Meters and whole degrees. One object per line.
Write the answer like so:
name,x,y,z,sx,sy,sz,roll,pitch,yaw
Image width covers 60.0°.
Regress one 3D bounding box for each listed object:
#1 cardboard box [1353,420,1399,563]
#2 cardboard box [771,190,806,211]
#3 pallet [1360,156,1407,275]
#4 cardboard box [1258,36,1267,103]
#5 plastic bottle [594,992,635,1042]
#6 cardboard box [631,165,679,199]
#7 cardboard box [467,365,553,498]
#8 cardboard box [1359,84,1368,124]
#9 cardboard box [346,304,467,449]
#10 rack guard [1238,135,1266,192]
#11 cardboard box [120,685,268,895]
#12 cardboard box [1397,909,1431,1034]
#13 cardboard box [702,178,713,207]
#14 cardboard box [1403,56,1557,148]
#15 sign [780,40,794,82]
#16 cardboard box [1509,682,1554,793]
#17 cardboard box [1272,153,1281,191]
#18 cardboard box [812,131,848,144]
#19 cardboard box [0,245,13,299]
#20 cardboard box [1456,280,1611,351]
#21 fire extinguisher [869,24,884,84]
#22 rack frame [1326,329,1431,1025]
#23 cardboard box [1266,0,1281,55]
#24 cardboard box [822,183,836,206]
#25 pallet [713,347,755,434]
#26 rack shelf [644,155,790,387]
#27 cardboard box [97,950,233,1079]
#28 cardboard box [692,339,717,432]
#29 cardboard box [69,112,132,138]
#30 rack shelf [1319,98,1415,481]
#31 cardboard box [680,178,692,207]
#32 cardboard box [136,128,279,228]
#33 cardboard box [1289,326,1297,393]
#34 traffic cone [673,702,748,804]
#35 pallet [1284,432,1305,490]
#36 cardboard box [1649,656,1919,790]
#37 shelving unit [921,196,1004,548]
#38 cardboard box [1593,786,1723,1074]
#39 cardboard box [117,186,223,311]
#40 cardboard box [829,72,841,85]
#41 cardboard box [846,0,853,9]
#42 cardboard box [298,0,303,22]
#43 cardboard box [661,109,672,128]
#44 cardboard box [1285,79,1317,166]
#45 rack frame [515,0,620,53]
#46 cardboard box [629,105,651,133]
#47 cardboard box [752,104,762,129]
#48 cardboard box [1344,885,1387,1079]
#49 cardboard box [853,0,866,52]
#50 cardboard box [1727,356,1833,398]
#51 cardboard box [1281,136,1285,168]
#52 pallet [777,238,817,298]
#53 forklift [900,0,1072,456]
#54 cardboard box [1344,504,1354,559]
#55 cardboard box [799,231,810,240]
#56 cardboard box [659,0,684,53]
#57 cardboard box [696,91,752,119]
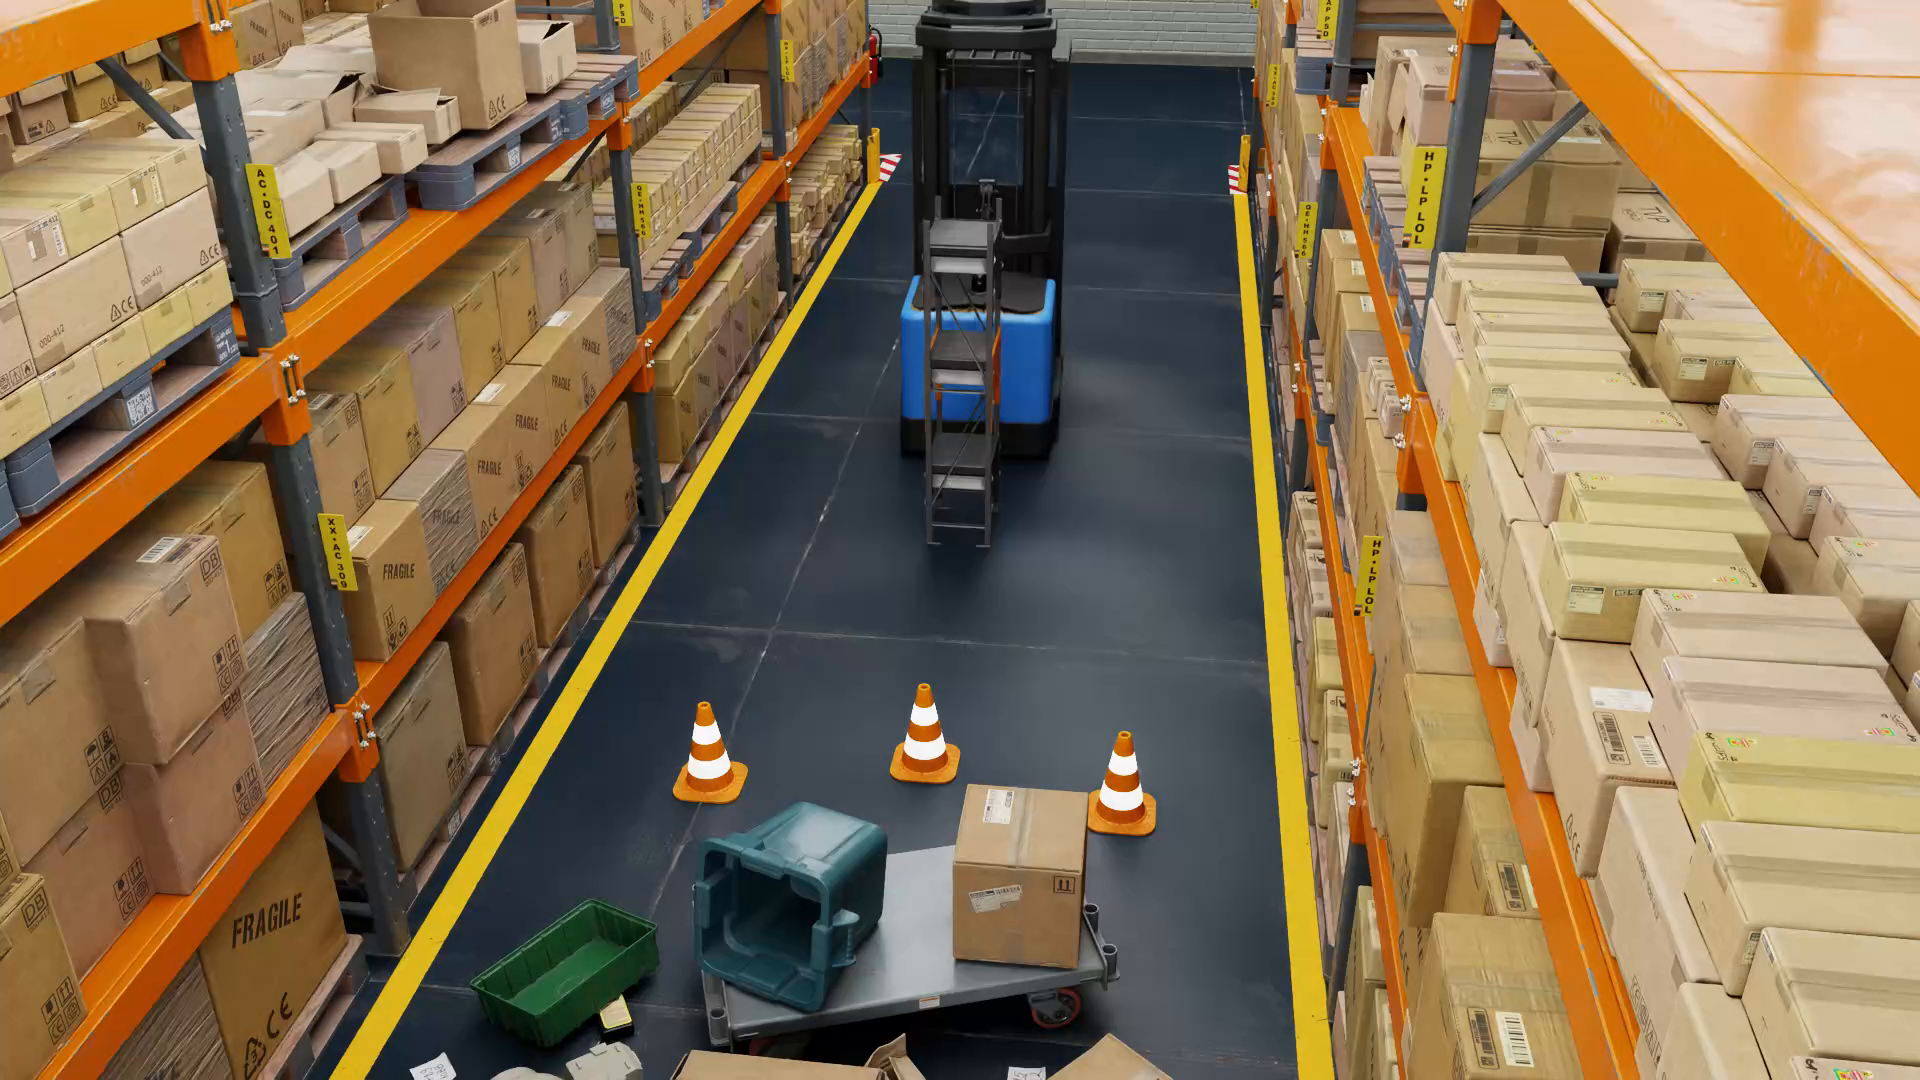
cardboard box,1.908,-0.151,6.799,0.500,0.500,0.500,4,29,6
cardboard box,-1.594,-3.047,14.971,0.380,0.149,0.250,3,28,5
pallet,2.325,-1.338,6.898,1.213,0.211,1.003,3,28,6
cardboard box,3.031,-4.332,15.316,0.500,0.500,0.500,3,28,6
plastic bottle,-1.442,1.944,6.869,0.133,0.061,0.283,-11,30,-20
cardboard box,-2.069,-2.359,10.953,0.380,0.149,0.250,2,28,4
cardboard box,-2.387,-0.555,8.304,0.500,0.500,0.500,4,29,7
cardboard box,2.302,-2.282,8.717,0.380,0.149,0.250,3,28,6
cardboard box,-2.728,-0.766,7.641,0.700,0.500,0.500,4,29,7
rack guard,3.492,-3.887,17.229,1.175,0.500,0.348,3,28,6
cardboard box,-2.984,0.801,5.734,0.875,0.550,0.550,3,28,6
cardboard box,1.576,1.162,4.804,0.500,0.500,0.500,3,28,6
cardboard box,-1.967,-2.470,11.786,0.380,0.149,0.250,2,28,5
cardboard box,2.067,-1.749,6.651,0.500,0.250,0.500,4,29,7
sign,-1.374,-3.812,13.235,0.100,0.325,0.005,3,28,6
cardboard box,1.439,0.436,3.673,0.380,0.149,0.250,3,28,6
cardboard box,2.684,-2.835,12.800,0.500,0.250,0.500,3,28,5
cardboard box,-1.337,-4.029,16.793,0.380,0.149,0.250,4,29,7
cardboard box,-2.758,-0.690,4.373,0.380,0.149,0.250,3,29,6
cardboard box,1.654,-0.635,4.819,0.380,0.149,0.250,4,29,8
fire extinguisher,-0.947,-5.109,17.338,0.296,0.674,0.183,3,28,6
rack frame,2.019,0.673,6.131,1.000,3.000,0.127,3,28,6
cardboard box,2.976,-4.529,14.627,0.500,0.500,0.500,3,29,6
cardboard box,-1.386,-3.272,15.702,0.380,0.149,0.250,4,29,7
pallet,-2.167,-1.163,12.478,1.003,0.211,1.213,3,28,6
rack shelf,-2.171,-2.075,11.989,1.077,0.370,4.000,3,28,6
cardboard box,-3.159,1.900,5.651,0.875,0.875,0.875,4,29,7
cardboard box,-2.018,-1.090,11.595,0.500,0.500,0.500,4,29,7
cardboard box,-6.747,-2.998,12.839,0.500,0.500,0.500,3,28,6
rack shelf,2.264,-1.272,7.337,1.077,0.370,4.000,3,28,6
cardboard box,-2.035,-2.361,11.270,0.380,0.149,0.250,3,28,6
cardboard box,-2.978,-1.393,6.412,0.500,0.250,0.500,4,29,7
cardboard box,2.900,-1.620,12.184,0.875,0.875,0.875,4,29,8
traffic cone,-1.243,1.006,8.187,0.336,0.463,0.334,3,28,6
pallet,2.681,-0.349,10.968,1.003,0.211,1.213,3,28,6
cardboard box,1.480,0.347,2.997,0.380,0.149,0.250,3,28,6
shelving unit,0.020,-1.002,10.189,0.431,2.100,0.503,3,28,6
cardboard box,1.401,0.678,2.804,0.500,0.250,0.500,3,28,6
cardboard box,-2.711,-0.935,5.249,0.500,0.250,0.500,3,28,6
cardboard box,-1.348,-4.458,15.919,0.380,0.149,0.250,2,28,4
cardboard box,-1.307,-5.363,15.860,0.500,0.500,0.500,2,28,4
cardboard box,-6.791,-5.257,16.191,0.500,0.500,0.500,3,28,5
cardboard box,-2.460,-3.257,12.934,0.380,0.149,0.250,3,28,5
cardboard box,2.561,-2.910,11.621,0.500,0.500,0.500,3,28,5
rack frame,-2.416,-4.091,8.648,1.000,3.000,0.127,3,28,6
cardboard box,-2.526,-3.141,12.405,0.380,0.149,0.250,3,28,6
cardboard box,-1.778,-3.340,13.087,0.380,0.149,0.250,4,29,8
cardboard box,1.679,1.630,6.019,0.500,0.500,0.500,5,29,9
cardboard box,-1.235,-5.164,16.546,0.500,0.500,0.500,4,29,7
cardboard box,2.219,-0.352,4.295,0.380,0.149,0.250,4,29,8
cardboard box,2.630,-2.809,12.225,0.500,0.250,0.500,4,29,7
pallet,-1.879,-2.424,14.818,1.003,0.211,1.213,3,28,6
forklift,0.230,-2.541,12.169,1.130,2.935,3.031,2,28,4
cardboard box,1.882,-0.026,7.251,0.380,0.149,0.250,4,29,7
cardboard box,-1.551,-2.661,14.882,0.380,0.149,0.250,3,28,6
cardboard box,-2.028,-3.304,10.244,0.500,0.500,0.500,3,28,6
cardboard box,-1.813,-3.342,12.778,0.380,0.149,0.250,3,28,5
